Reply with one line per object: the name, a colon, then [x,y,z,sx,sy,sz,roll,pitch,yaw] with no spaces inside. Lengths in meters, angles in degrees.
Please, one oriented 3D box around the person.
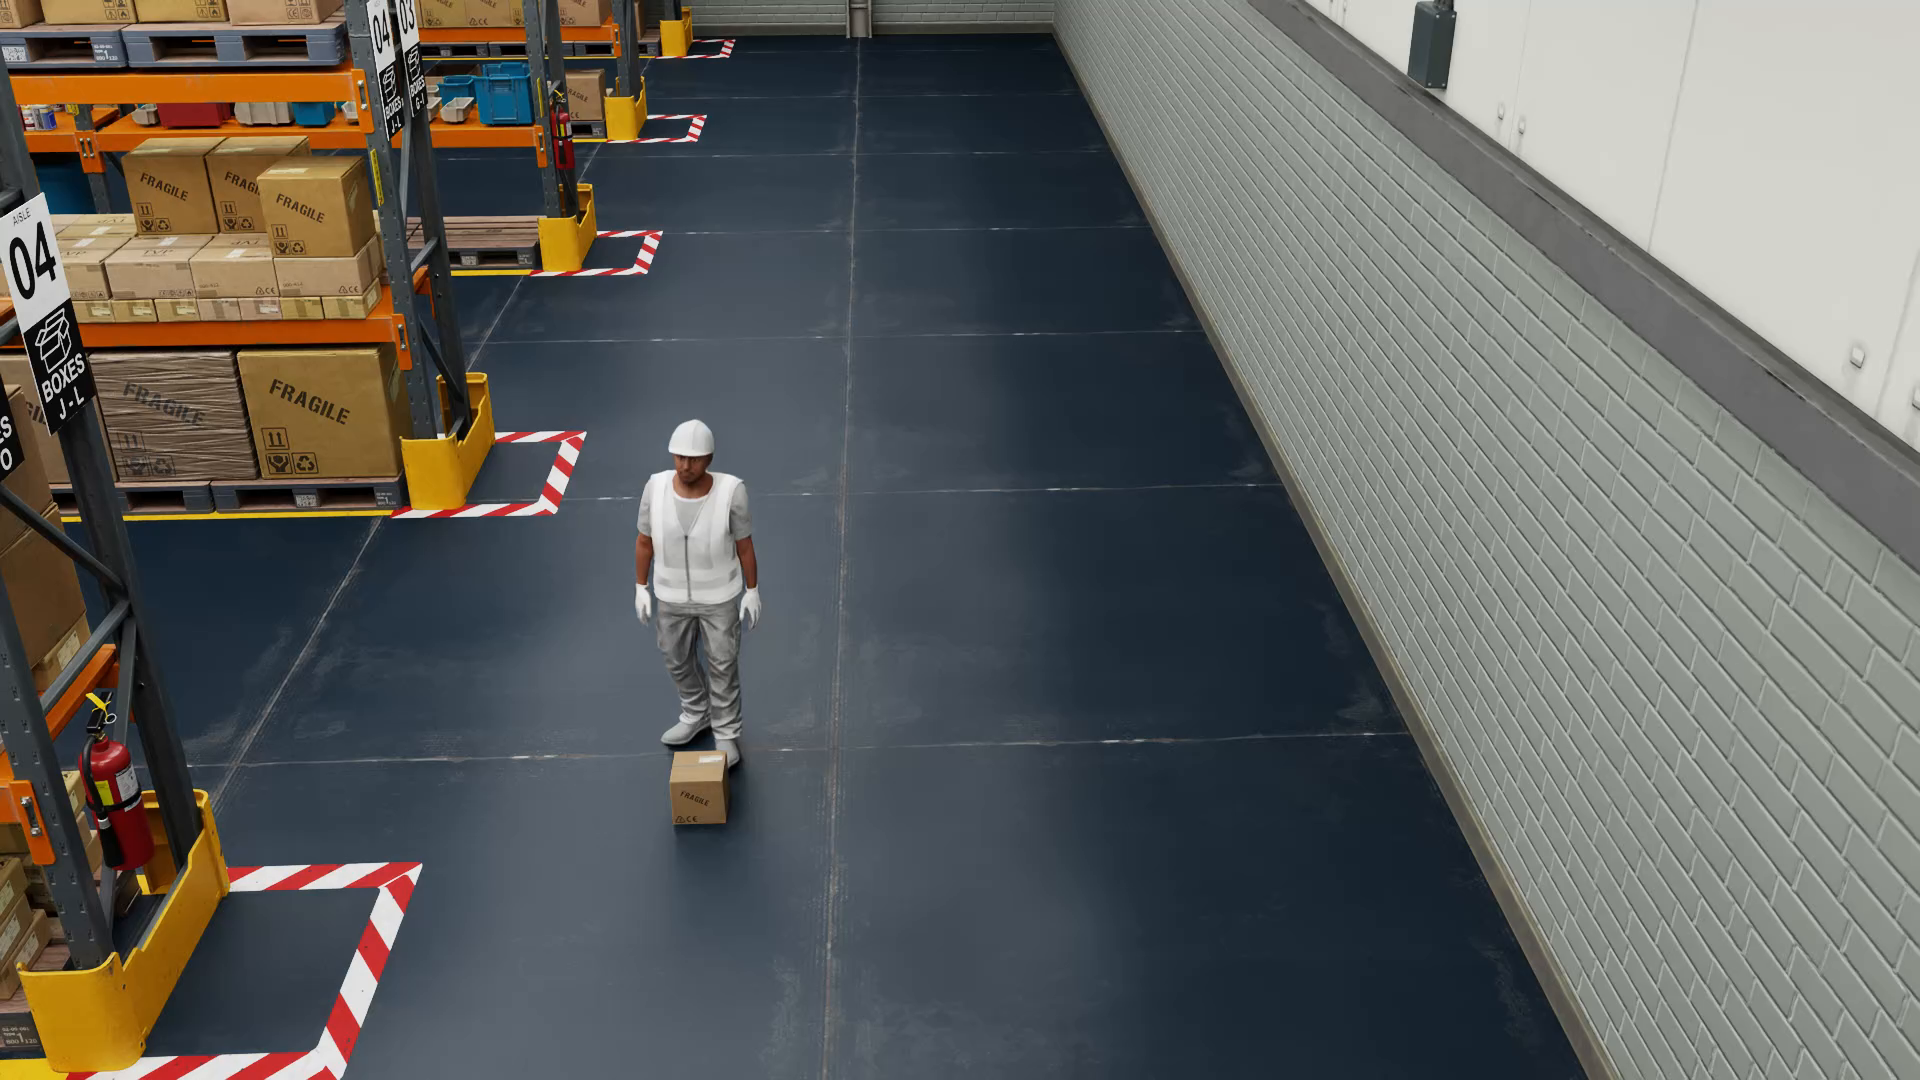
person: [-1.272,0.261,8.063,0.604,1.788,0.436,2,27,4]
